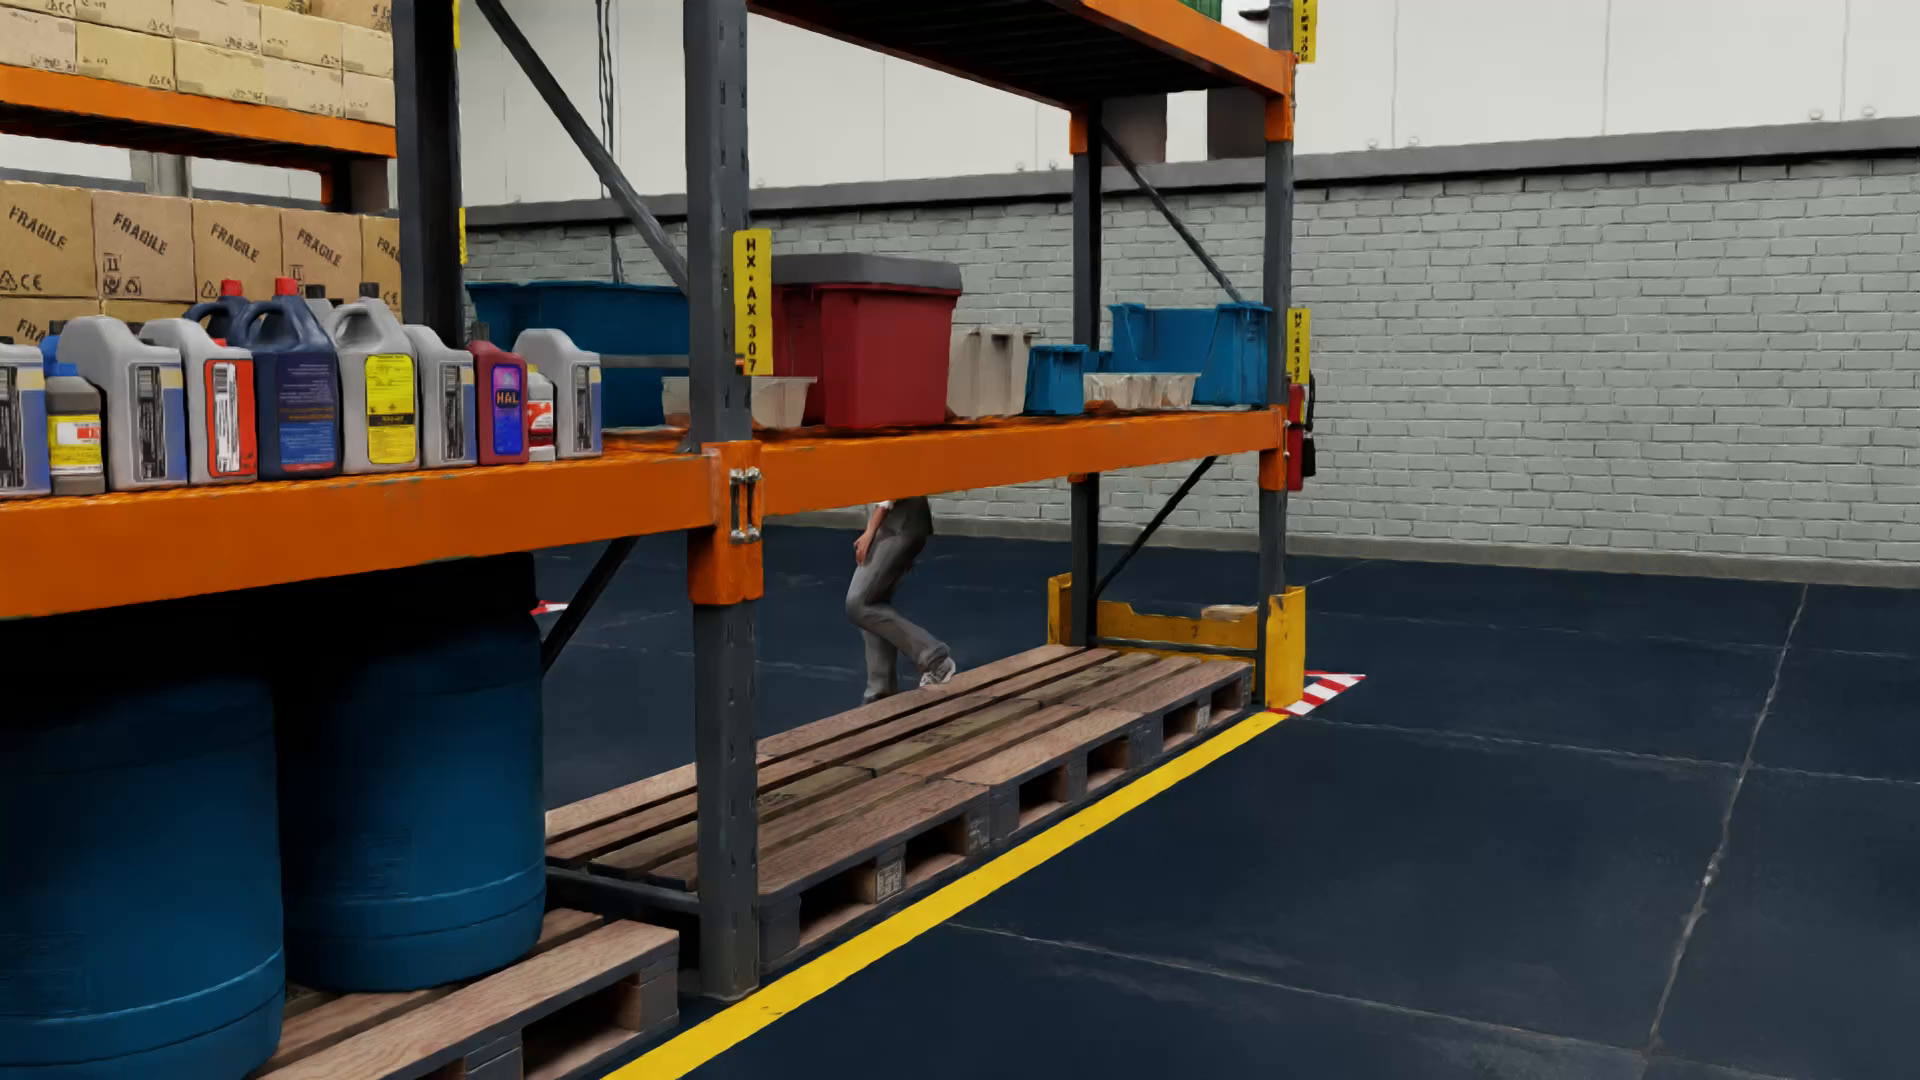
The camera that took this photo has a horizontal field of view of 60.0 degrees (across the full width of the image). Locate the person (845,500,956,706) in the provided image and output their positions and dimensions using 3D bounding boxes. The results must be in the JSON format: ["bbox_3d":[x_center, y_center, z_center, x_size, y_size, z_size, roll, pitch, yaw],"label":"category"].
[{"bbox_3d":[-0.281,-0.003,6.885,0.509,1.551,0.487,-1,6,-5],"label":"person"}]
